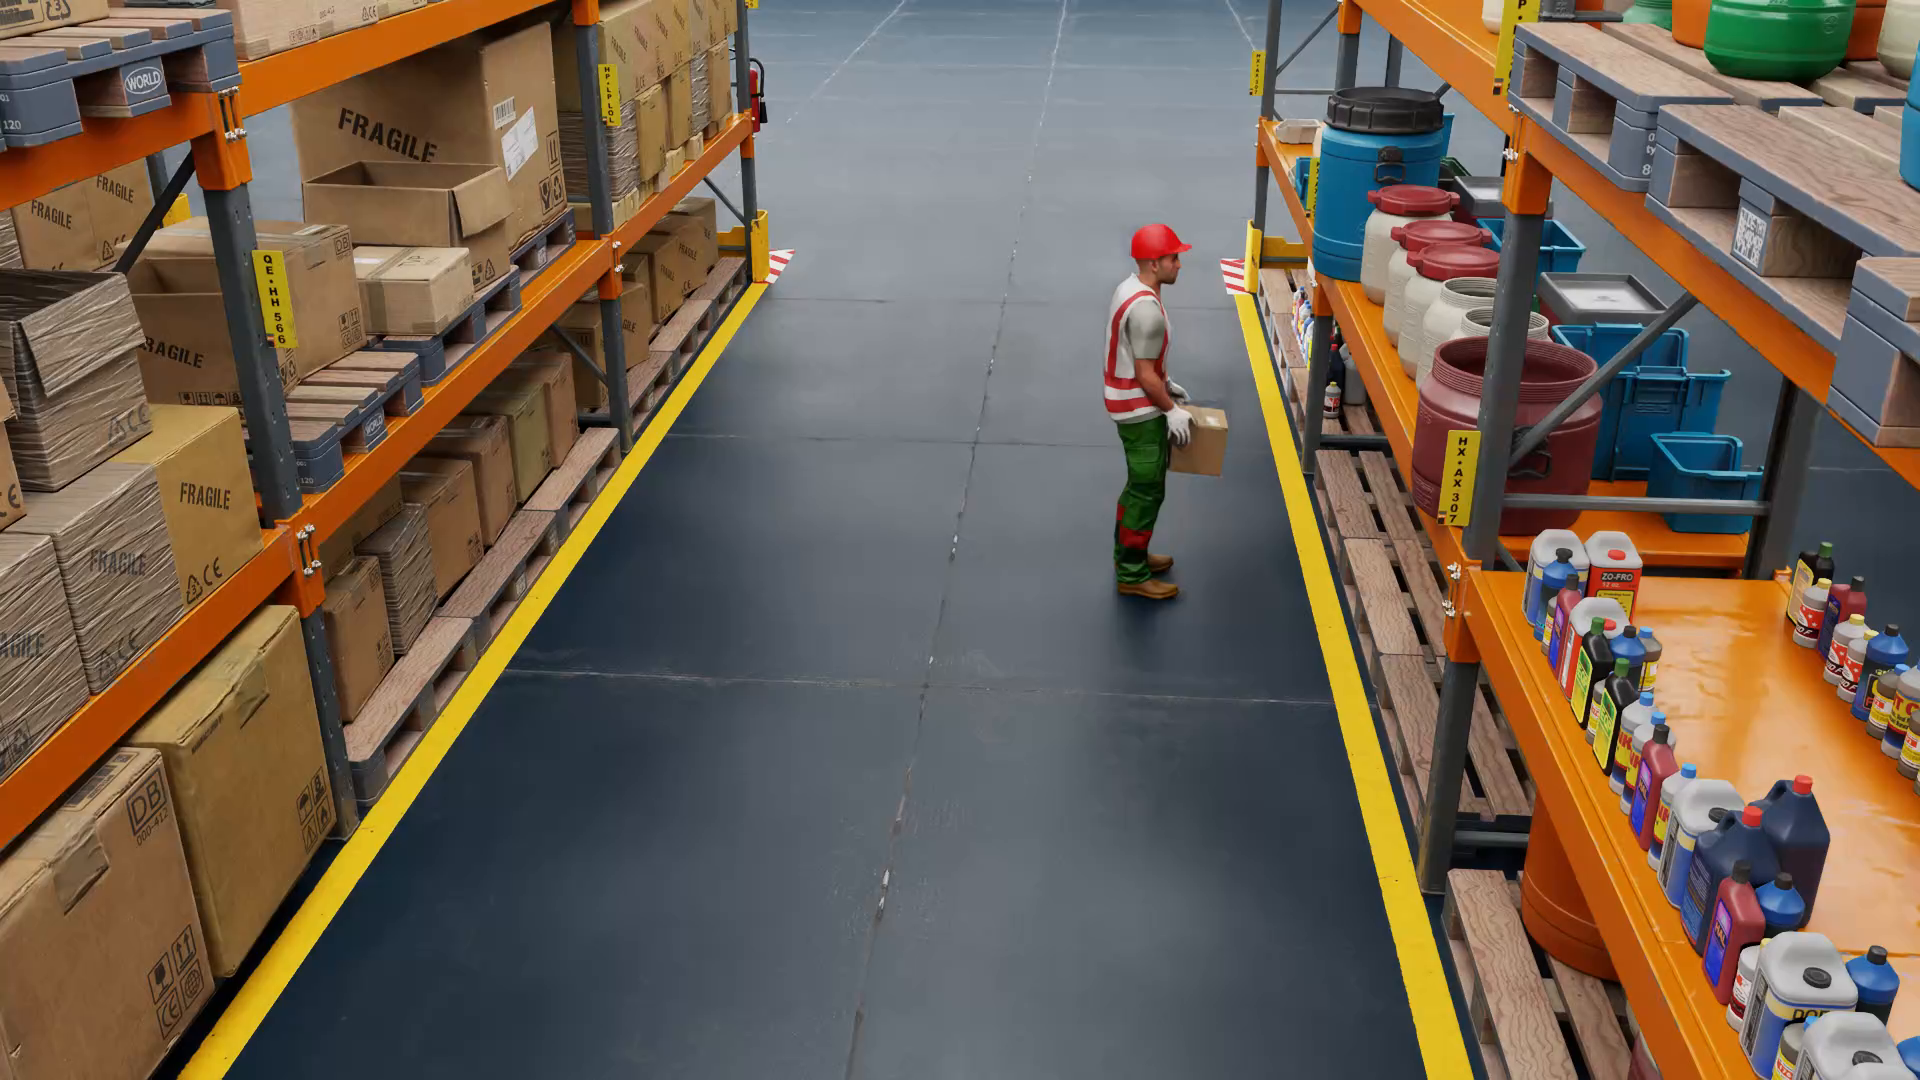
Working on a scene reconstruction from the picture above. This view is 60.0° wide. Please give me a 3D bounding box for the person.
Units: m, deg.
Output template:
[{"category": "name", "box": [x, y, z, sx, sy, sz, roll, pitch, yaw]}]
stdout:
[{"category": "person", "box": [0.899, -0.623, 7.955, 0.437, 1.788, 0.539, 1, 24, 3]}]
